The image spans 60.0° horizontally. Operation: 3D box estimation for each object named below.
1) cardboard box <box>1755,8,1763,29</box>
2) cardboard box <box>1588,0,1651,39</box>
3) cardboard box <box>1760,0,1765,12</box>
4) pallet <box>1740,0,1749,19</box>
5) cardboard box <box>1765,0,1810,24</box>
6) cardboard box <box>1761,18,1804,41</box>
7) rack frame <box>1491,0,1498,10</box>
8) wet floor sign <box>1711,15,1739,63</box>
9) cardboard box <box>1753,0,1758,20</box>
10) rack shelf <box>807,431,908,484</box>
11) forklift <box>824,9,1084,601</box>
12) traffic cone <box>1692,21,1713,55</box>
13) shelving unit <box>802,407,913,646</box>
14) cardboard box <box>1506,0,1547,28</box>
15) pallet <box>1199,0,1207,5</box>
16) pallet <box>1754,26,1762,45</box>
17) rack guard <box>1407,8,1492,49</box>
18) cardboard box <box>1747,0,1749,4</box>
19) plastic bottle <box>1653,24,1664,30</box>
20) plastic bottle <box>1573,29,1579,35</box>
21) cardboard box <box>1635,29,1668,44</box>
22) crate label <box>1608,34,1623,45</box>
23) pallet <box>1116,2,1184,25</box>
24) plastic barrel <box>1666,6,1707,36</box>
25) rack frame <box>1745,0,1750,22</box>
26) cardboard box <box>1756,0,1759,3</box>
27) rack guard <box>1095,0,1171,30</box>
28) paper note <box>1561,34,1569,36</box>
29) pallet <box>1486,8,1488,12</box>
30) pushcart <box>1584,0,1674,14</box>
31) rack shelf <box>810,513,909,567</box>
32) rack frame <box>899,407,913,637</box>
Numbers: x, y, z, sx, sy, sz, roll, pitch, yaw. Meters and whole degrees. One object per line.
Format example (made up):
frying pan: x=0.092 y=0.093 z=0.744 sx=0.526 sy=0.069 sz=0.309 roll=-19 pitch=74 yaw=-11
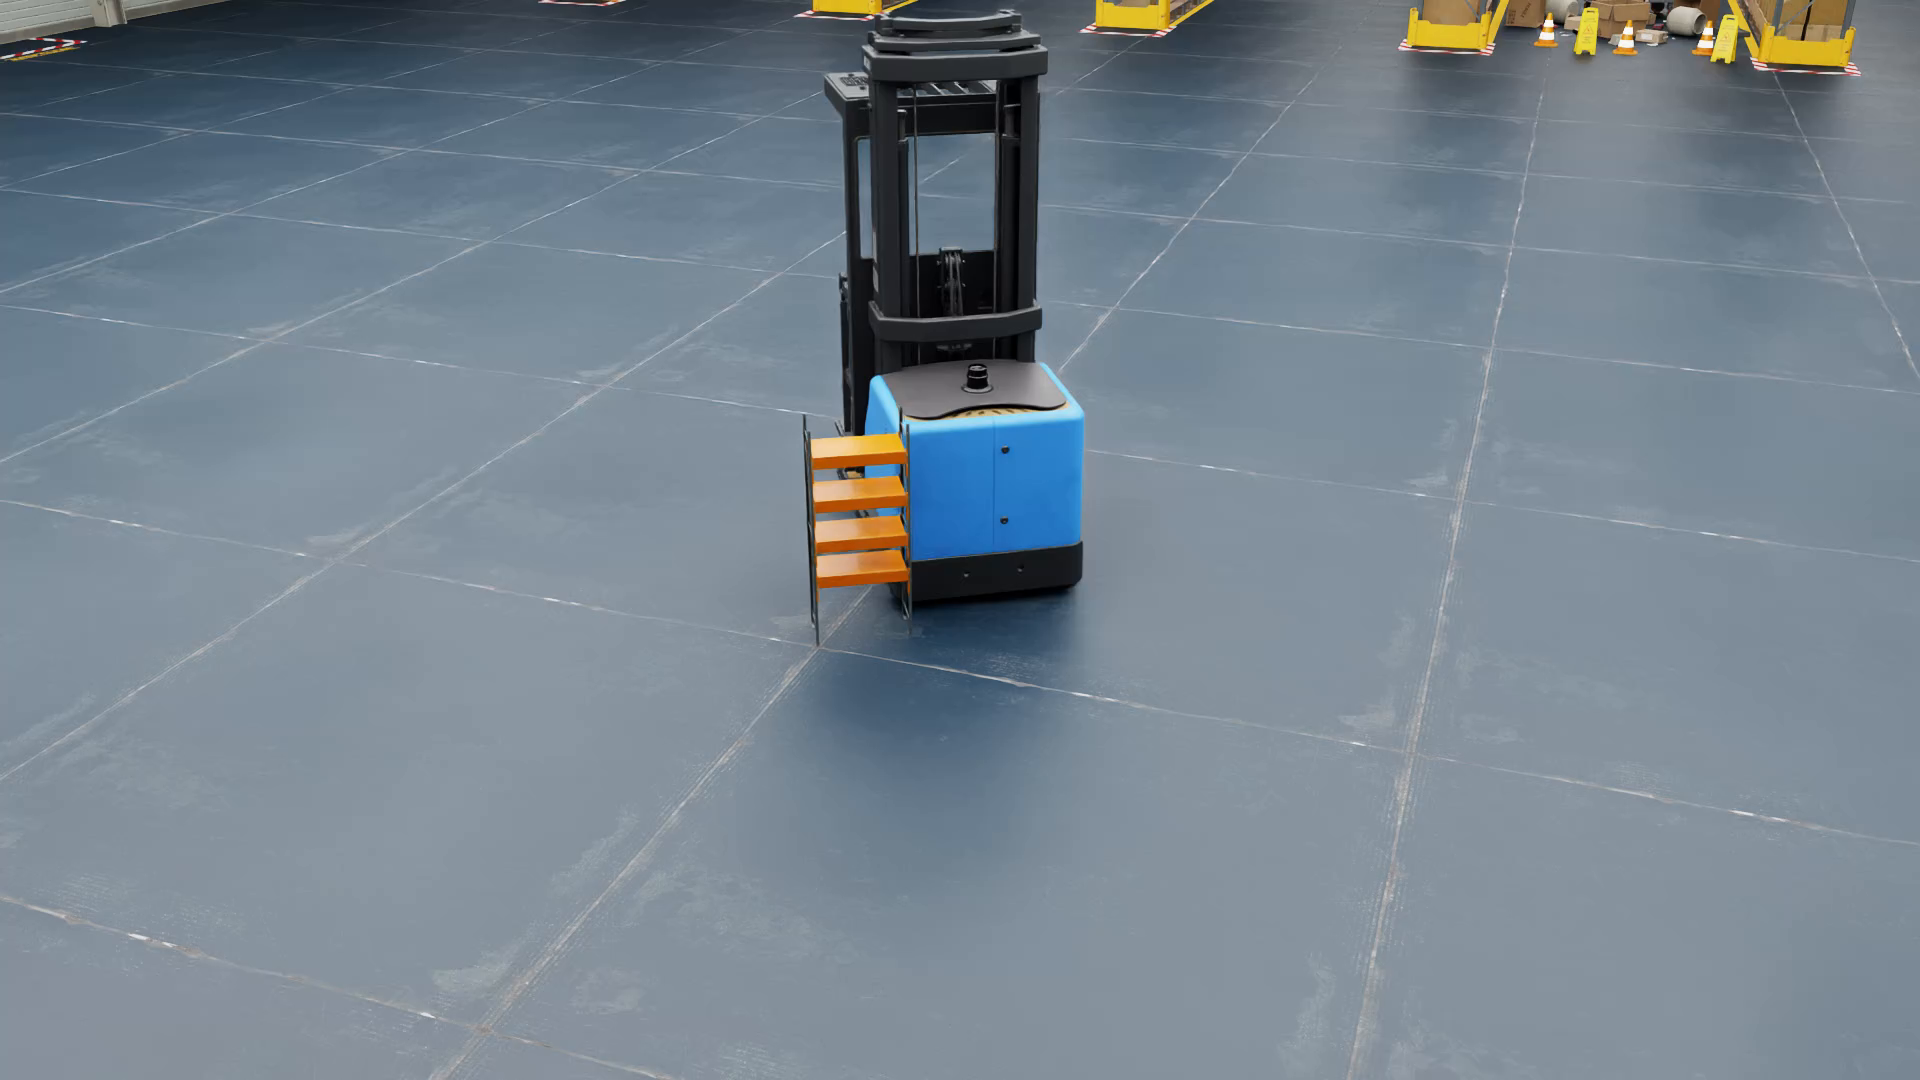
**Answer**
cardboard box: x=12.472 y=-7.952 z=25.405 sx=0.500 sy=0.250 sz=0.500 roll=8 pitch=27 yaw=16
cardboard box: x=10.305 y=-8.167 z=26.041 sx=0.797 sy=0.503 sz=0.637 roll=-9 pitch=27 yaw=-18
cardboard box: x=12.474 y=-8.279 z=25.220 sx=0.500 sy=0.500 sz=0.500 roll=8 pitch=27 yaw=16
pallet: x=13.697 y=-8.911 z=27.912 sx=1.003 sy=0.211 sz=1.213 roll=9 pitch=27 yaw=17
cardboard box: x=12.129 y=-7.858 z=24.350 sx=0.500 sy=0.500 sz=0.500 roll=9 pitch=27 yaw=18
cardboard box: x=12.131 y=-7.534 z=24.543 sx=0.500 sy=0.250 sz=0.500 roll=9 pitch=27 yaw=17
rack frame: x=8.738 y=-10.522 z=28.040 sx=1.000 sy=3.000 sz=0.127 roll=9 pitch=27 yaw=17
wet floor sign: x=11.036 y=-7.219 z=23.920 sx=0.267 sy=0.644 sz=0.232 roll=20 pitch=32 yaw=35
cardboard box: x=12.821 y=-8.373 z=26.274 sx=0.500 sy=0.250 sz=0.500 roll=10 pitch=28 yaw=20
rack shelf: x=-0.518 y=-0.415 z=8.327 sx=0.480 sy=0.148 sz=0.258 roll=-5 pitch=26 yaw=-10
forklift: x=-0.158 y=-1.610 z=9.712 sx=1.130 sy=2.935 sz=3.031 roll=-6 pitch=26 yaw=-12
traffic cone: x=11.035 y=-7.424 z=24.552 sx=0.336 sy=0.463 sz=0.334 roll=9 pitch=27 yaw=17
shelving unit: x=-0.518 y=-0.061 z=8.499 sx=0.503 sy=1.200 sz=0.258 roll=-5 pitch=26 yaw=-10
cardboard box: x=9.189 y=-8.611 z=26.959 sx=0.500 sy=0.500 sz=0.500 roll=14 pitch=29 yaw=26
pallet: x=3.904 y=-9.747 z=29.638 sx=1.003 sy=0.211 sz=1.213 roll=9 pitch=27 yaw=17
pallet: x=12.845 y=-7.806 z=25.631 sx=1.003 sy=0.211 sz=1.213 roll=9 pitch=27 yaw=17
rack guard: x=7.399 y=-7.743 z=25.169 sx=1.175 sy=0.500 sz=0.348 roll=9 pitch=27 yaw=17
cardboard box: x=13.611 y=-9.068 z=27.570 sx=0.950 sy=0.372 sz=0.625 roll=9 pitch=27 yaw=18
plastic bottle: x=11.241 y=-8.265 z=26.750 sx=0.133 sy=0.061 sz=0.283 roll=14 pitch=29 yaw=26
plastic bottle: x=9.772 y=-8.039 z=26.284 sx=0.133 sy=0.061 sz=0.283 roll=0 pitch=26 yaw=-1
cardboard box: x=10.639 y=-7.750 z=25.586 sx=0.250 sy=0.149 sz=0.380 roll=-20 pitch=33 yaw=-36
crate label: x=10.078 y=-7.631 z=25.353 sx=0.250 sy=0.136 sz=0.298 roll=-5 pitch=26 yaw=-9
pallet: x=3.092 y=-8.744 z=27.567 sx=1.003 sy=0.211 sz=1.213 roll=9 pitch=27 yaw=17
plastic barrel: x=11.368 y=-8.111 z=26.016 sx=0.421 sy=0.421 sz=0.512 roll=-14 pitch=29 yaw=-27
rack frame: x=13.439 y=-9.846 z=26.643 sx=1.000 sy=3.000 sz=0.127 roll=9 pitch=27 yaw=17
cardboard box: x=12.821 y=-8.710 z=26.109 sx=0.500 sy=0.500 sz=0.500 roll=10 pitch=28 yaw=20
rack guard: x=2.788 y=-8.545 z=26.825 sx=1.175 sy=0.500 sz=0.348 roll=9 pitch=27 yaw=17
paper note: x=9.516 y=-7.922 z=26.079 sx=0.144 sy=0.017 sz=0.142 roll=20 pitch=32 yaw=35
pallet: x=8.007 y=-8.463 z=26.986 sx=1.003 sy=0.211 sz=1.213 roll=9 pitch=27 yaw=17
pushcart: x=11.273 y=-8.976 z=27.855 sx=1.648 sy=0.377 sz=0.936 roll=0 pitch=26 yaw=-1
rack shelf: x=-0.518 y=-0.001 z=8.529 sx=0.480 sy=0.148 sz=0.258 roll=-5 pitch=26 yaw=-10
rack frame: x=-0.278 y=-0.082 z=8.541 sx=0.015 sy=1.200 sz=0.240 roll=-5 pitch=26 yaw=-10
